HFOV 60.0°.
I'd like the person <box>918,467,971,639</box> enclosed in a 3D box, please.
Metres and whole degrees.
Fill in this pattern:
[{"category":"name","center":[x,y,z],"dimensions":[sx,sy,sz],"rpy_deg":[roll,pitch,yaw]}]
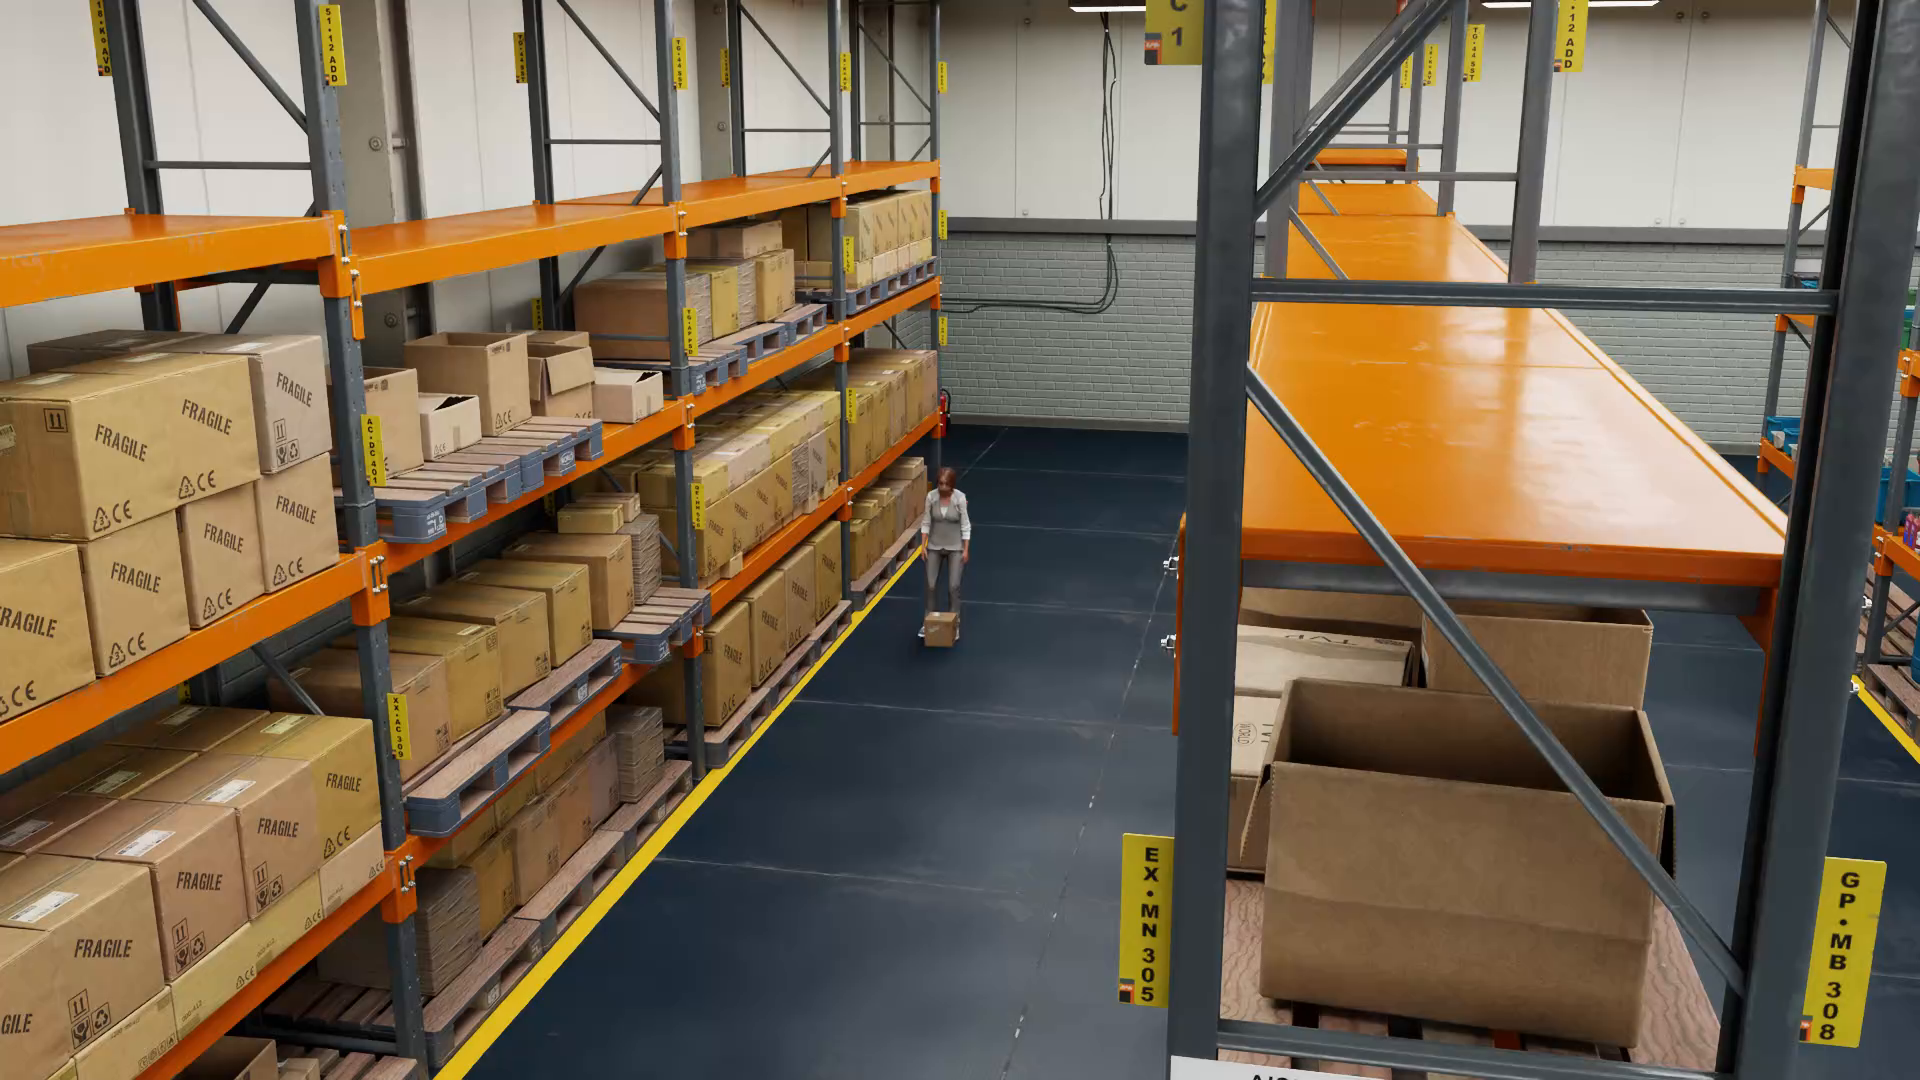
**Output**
[{"category":"person","center":[-0.138,0.113,15.136],"dimensions":[0.466,1.580,0.376],"rpy_deg":[3,15,10]}]
